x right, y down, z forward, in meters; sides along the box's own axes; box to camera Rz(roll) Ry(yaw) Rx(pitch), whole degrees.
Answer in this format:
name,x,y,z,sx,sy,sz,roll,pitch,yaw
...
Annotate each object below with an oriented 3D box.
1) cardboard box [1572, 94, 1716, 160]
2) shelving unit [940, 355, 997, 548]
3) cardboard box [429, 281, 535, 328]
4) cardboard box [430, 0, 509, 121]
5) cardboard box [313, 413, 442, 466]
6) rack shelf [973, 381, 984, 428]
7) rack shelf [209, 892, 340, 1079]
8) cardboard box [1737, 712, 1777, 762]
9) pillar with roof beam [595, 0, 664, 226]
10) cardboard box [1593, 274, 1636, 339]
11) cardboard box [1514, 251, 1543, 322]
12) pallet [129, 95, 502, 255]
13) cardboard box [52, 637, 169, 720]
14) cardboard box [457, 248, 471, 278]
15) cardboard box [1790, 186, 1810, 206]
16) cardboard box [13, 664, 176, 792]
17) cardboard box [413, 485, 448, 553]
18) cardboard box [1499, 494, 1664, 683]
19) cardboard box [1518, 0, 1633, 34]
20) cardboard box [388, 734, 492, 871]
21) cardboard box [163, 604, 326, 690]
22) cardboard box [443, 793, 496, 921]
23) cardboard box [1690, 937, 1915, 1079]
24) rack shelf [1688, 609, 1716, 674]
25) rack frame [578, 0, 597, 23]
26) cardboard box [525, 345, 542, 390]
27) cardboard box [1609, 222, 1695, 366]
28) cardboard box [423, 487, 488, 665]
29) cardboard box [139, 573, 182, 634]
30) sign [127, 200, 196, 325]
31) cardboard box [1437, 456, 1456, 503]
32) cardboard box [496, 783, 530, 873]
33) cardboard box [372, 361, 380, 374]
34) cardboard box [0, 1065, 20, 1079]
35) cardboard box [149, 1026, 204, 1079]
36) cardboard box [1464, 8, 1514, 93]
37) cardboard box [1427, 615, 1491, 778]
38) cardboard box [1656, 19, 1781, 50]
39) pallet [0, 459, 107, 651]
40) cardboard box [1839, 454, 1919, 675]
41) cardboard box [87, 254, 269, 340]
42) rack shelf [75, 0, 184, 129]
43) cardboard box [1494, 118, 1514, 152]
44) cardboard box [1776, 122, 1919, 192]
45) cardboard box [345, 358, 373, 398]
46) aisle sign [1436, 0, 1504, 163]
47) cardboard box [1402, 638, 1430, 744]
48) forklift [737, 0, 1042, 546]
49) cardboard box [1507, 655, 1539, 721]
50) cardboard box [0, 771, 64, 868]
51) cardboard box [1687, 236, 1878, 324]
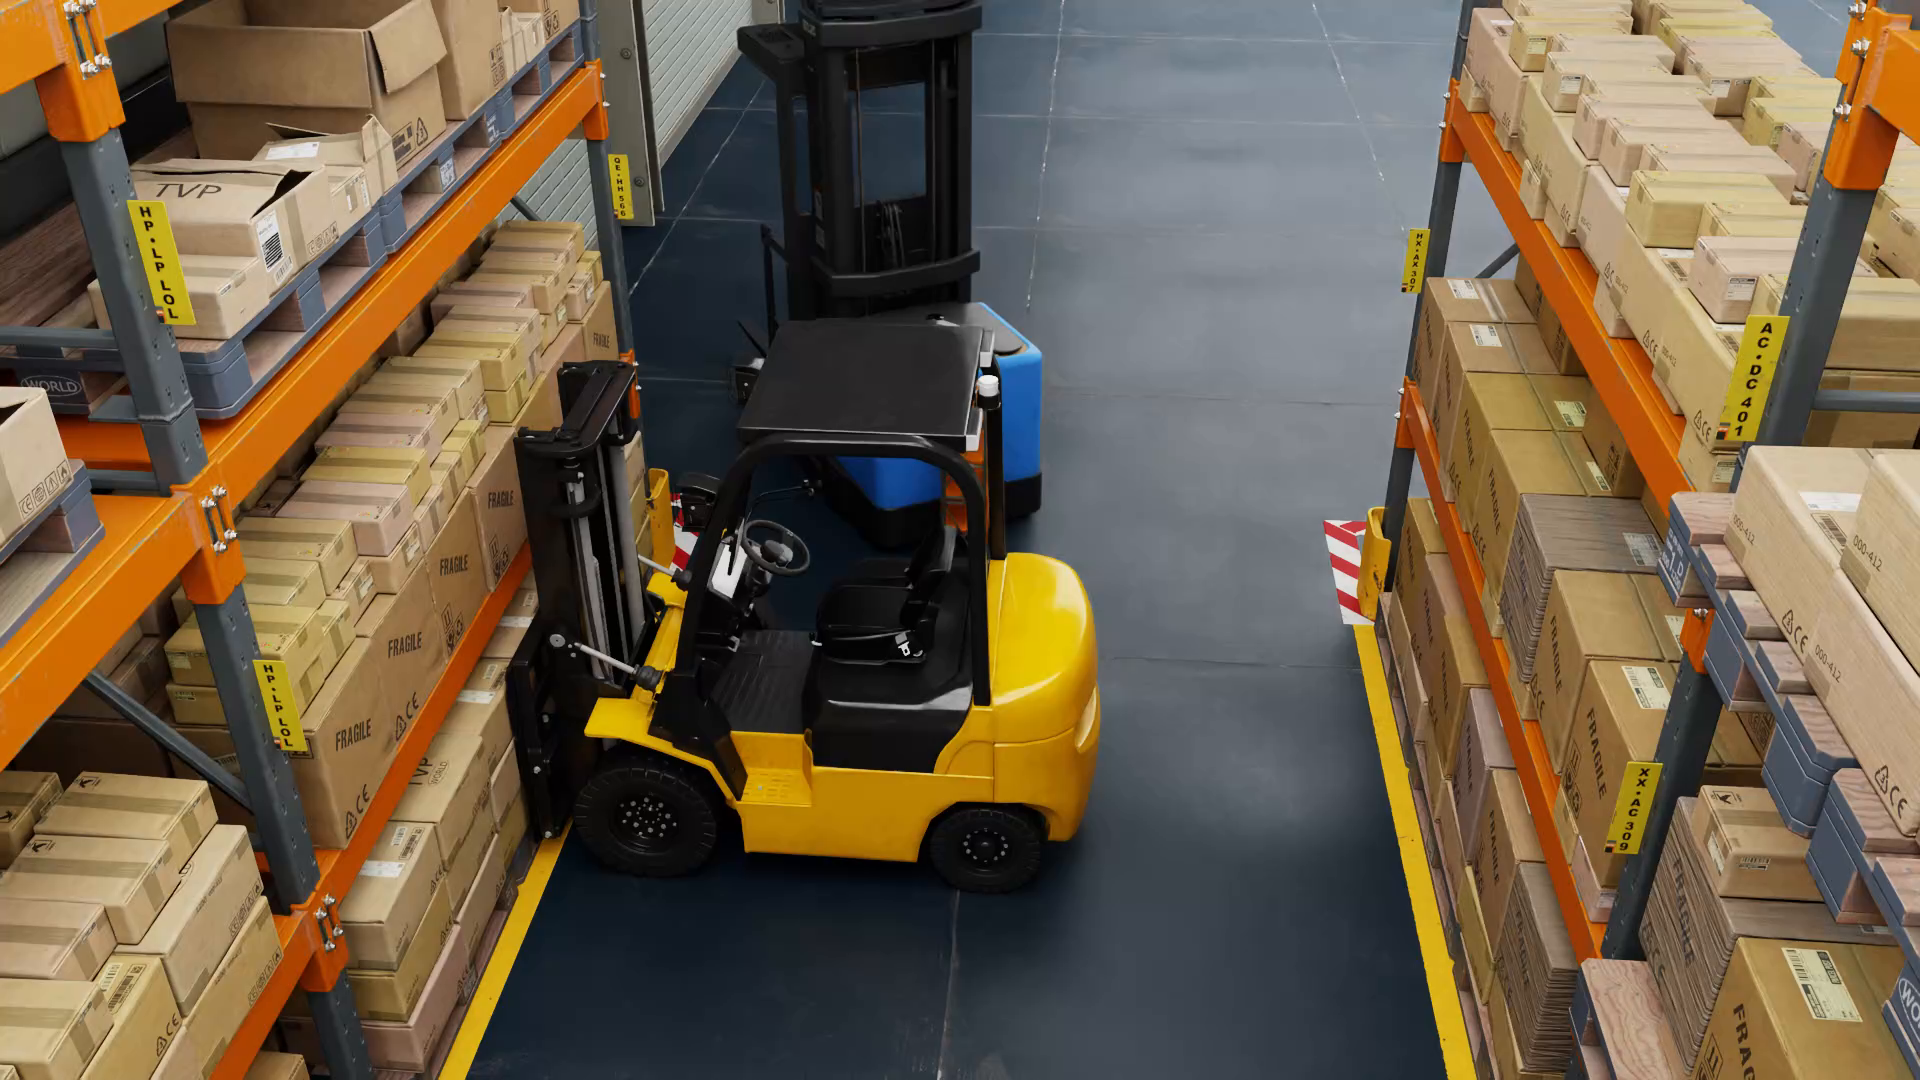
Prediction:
name,x,y,z,sx,sy,sz,roll,pitch,yaw
cardboard box,2.258,-1.363,5.503,0.380,0.149,0.250,3,32,5
shelving unit,0.049,-0.346,8.948,0.258,1.200,0.503,3,32,5
cardboard box,-2.100,-1.019,7.328,0.380,0.149,0.250,3,32,4
cardboard box,-2.179,-1.933,6.358,0.700,0.500,0.500,3,32,4
cardboard box,-2.181,-0.350,6.242,0.380,0.149,0.250,2,32,4
rack shelf,0.049,-0.681,8.742,0.258,0.148,0.480,3,32,5
rack shelf,-2.692,2.278,3.660,1.077,0.370,4.000,2,32,4
cardboard box,2.671,0.321,4.819,0.700,0.500,0.500,2,32,3
pillar with roof beam,1.621,-6.347,11.252,9.100,9.000,0.400,2,32,4
cardboard box,2.238,-0.749,5.267,0.380,0.149,0.250,3,32,5
cardboard box,2.920,-1.274,7.406,0.700,0.500,0.500,2,32,3
pallet,-2.383,-1.396,6.162,1.003,0.211,1.213,2,32,4
cardboard box,-2.759,0.429,5.262,0.380,0.149,0.250,2,32,4
cardboard box,-2.528,-1.308,7.796,0.380,0.149,0.250,4,32,6
cardboard box,2.814,-0.953,5.218,0.500,0.250,0.500,3,32,4
cardboard box,-2.762,0.637,5.542,0.500,0.500,0.500,2,32,4
cardboard box,-2.111,-0.084,6.093,0.380,0.149,0.250,2,32,3
cardboard box,2.280,0.183,5.995,0.500,0.500,0.500,3,32,5
cardboard box,2.426,-2.027,6.581,0.380,0.149,0.250,2,32,4
cardboard box,-2.125,0.986,6.339,0.500,0.250,0.500,3,32,4
cardboard box,-2.207,0.327,5.143,0.380,0.149,0.250,3,32,5
cardboard box,-2.143,1.202,6.465,0.500,0.250,0.500,2,32,4
cardboard box,2.054,1.283,3.810,0.500,0.500,0.500,3,32,4
rack shelf,2.256,1.212,2.532,1.077,0.370,4.000,2,32,4
rack frame,-2.203,-3.719,6.988,1.000,3.000,0.127,2,32,4
cardboard box,-2.032,-0.752,7.178,0.380,0.149,0.250,1,32,2
cardboard box,2.226,-0.710,4.823,0.500,0.250,0.500,2,32,3
cardboard box,-2.167,0.125,6.373,0.500,0.500,0.500,2,32,3
cardboard box,-2.742,0.172,5.395,0.380,0.149,0.250,2,32,3
sign,-1.987,-0.687,4.133,0.100,0.325,0.005,2,32,4
cardboard box,2.335,-0.281,7.366,0.380,0.149,0.250,3,32,5
cardboard box,-2.107,1.144,7.036,0.500,0.250,0.500,3,32,5
cardboard box,-2.665,-0.648,7.010,0.380,0.149,0.250,4,32,6
cardboard box,-2.384,1.335,3.792,0.380,0.149,0.250,2,32,3
cardboard box,-2.345,1.528,4.335,0.500,0.250,0.500,2,32,4
cardboard box,2.438,-2.043,6.987,0.500,0.250,0.500,2,32,3
cardboard box,2.314,0.675,7.081,0.500,0.500,0.500,3,32,5
cardboard box,2.877,-1.877,6.338,0.380,0.149,0.250,3,32,4
pallet,-2.588,0.193,3.682,0.805,0.209,1.217,1,32,2
cardboard box,1.941,0.081,2.947,0.500,0.250,0.500,2,32,3
cardboard box,-2.190,-0.687,4.670,0.380,0.149,0.250,3,32,5
rack shelf,-2.366,-2.197,5.585,1.077,0.370,4.000,2,32,4
cardboard box,2.406,-1.687,6.790,0.380,0.149,0.250,3,32,5
cardboard box,2.821,-1.207,5.250,0.380,0.149,0.250,2,32,3
cardboard box,-2.598,-0.637,6.707,0.380,0.149,0.250,3,32,4
aisle sign,2.440,-2.108,7.613,0.394,0.787,0.004,2,32,4
cardboard box,2.354,0.713,7.734,0.500,0.250,0.500,4,32,6
forklift,-0.609,-1.967,9.928,1.130,2.935,3.031,-14,34,-21
cardboard box,2.220,0.531,6.049,0.380,0.149,0.250,2,32,3
cardboard box,-2.771,0.782,4.688,0.380,0.149,0.250,2,32,3
cardboard box,2.172,-0.687,4.407,0.380,0.149,0.250,2,32,3
